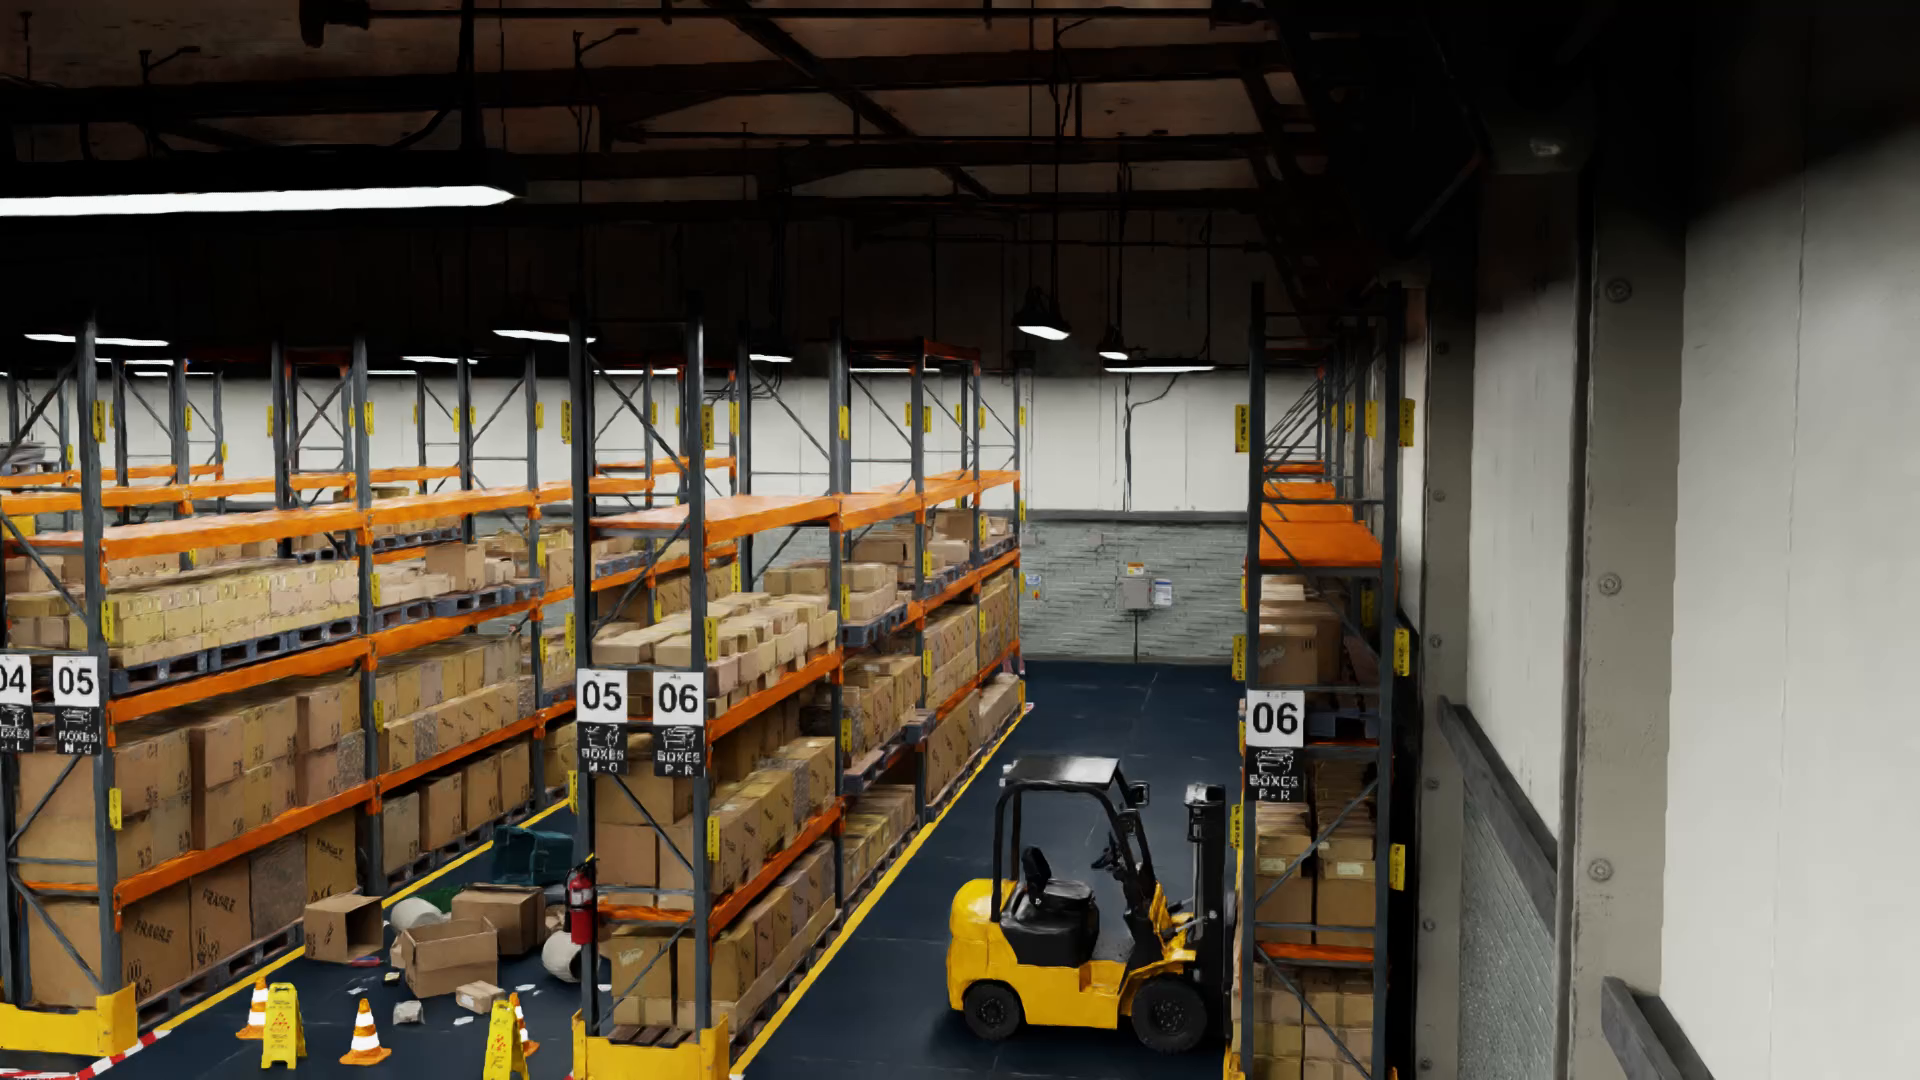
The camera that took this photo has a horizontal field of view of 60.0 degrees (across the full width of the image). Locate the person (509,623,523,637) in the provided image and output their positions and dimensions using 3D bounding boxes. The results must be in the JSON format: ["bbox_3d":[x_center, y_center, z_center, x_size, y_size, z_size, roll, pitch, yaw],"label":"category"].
[{"bbox_3d":[-7.246,2.161,27.282,0.453,1.613,1.019,1,5,9],"label":"person"}]

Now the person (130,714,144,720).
[{"bbox_3d":[-9.327,2.786,19.111,0.673,1.692,0.700,0,5,2],"label":"person"}]

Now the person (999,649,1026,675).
[{"bbox_3d":[1.000,1.777,31.914,0.567,1.661,0.500,-4,6,-42],"label":"person"}]
